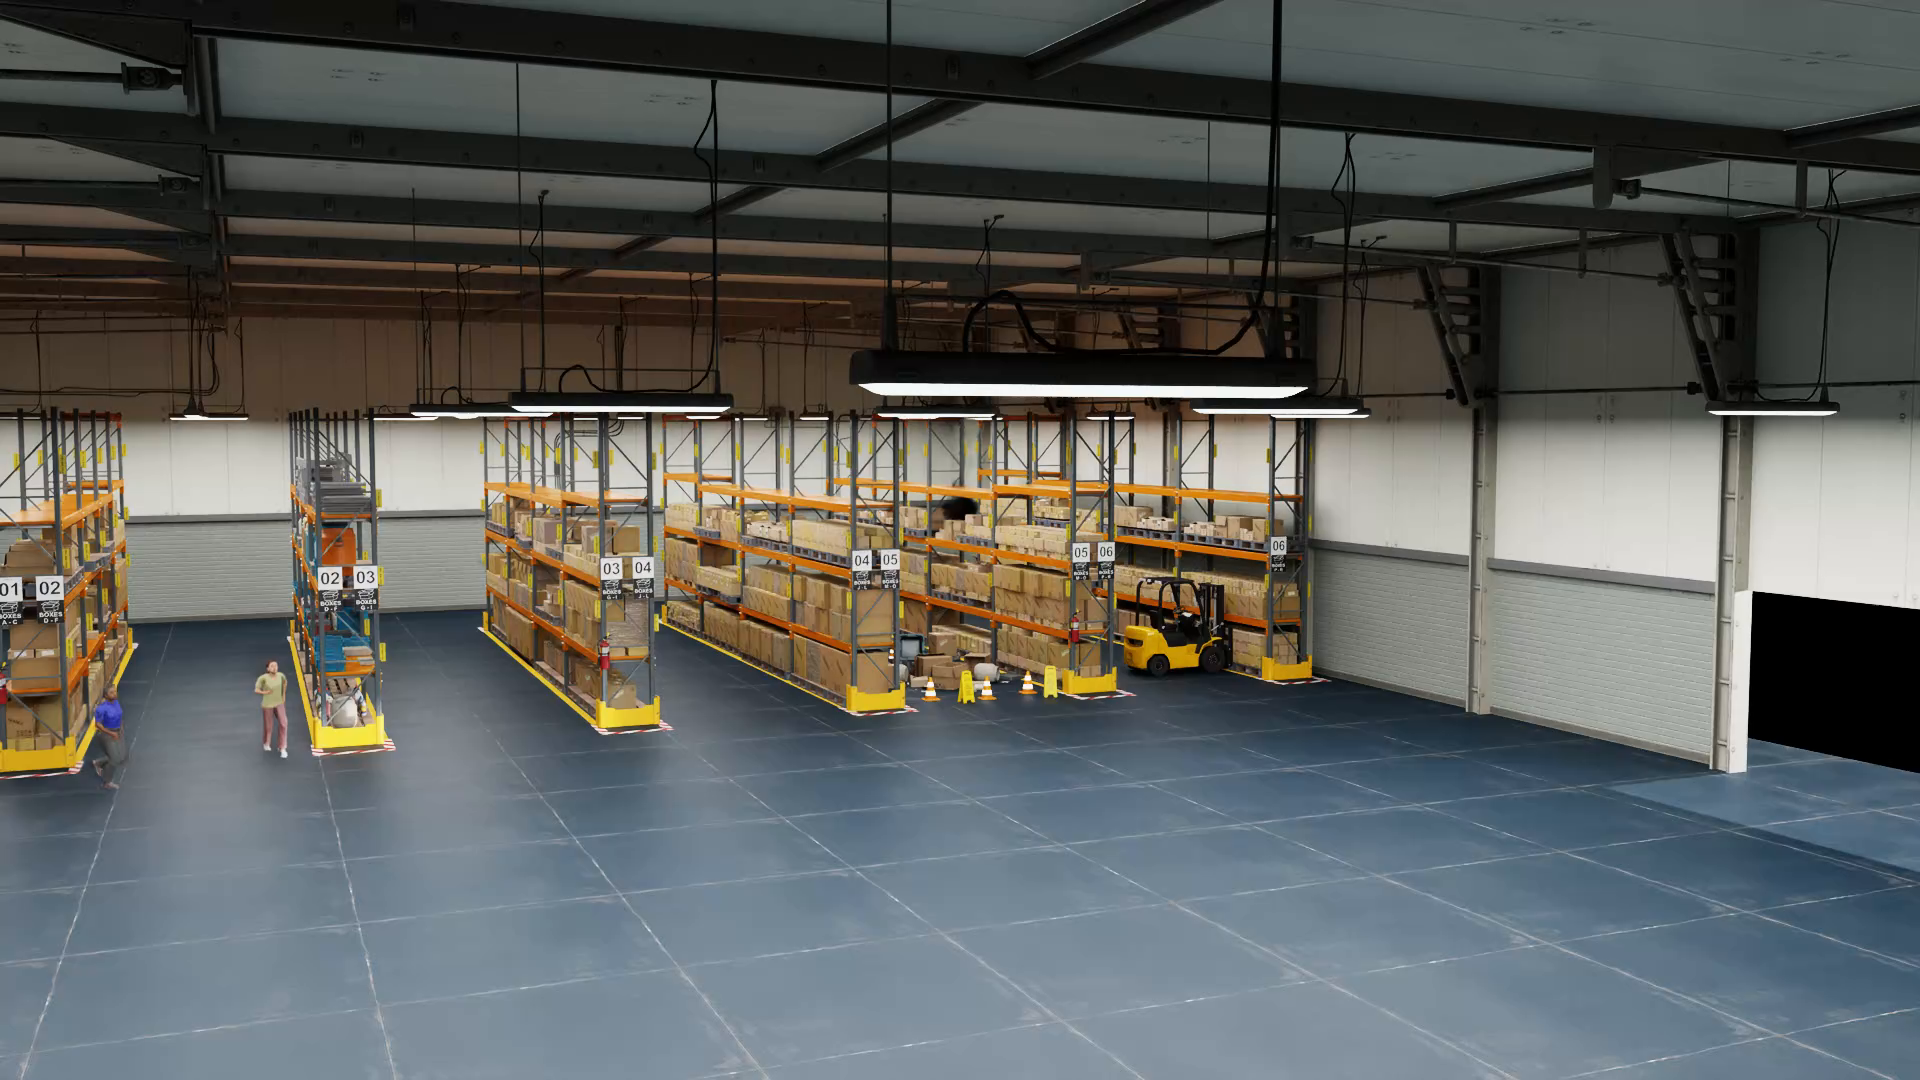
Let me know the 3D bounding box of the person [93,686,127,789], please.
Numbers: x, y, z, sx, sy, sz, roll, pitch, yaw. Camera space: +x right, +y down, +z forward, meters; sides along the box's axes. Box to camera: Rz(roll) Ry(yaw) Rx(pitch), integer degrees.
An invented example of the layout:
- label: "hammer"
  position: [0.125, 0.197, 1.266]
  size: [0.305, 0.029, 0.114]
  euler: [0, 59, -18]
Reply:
- label: "person"
  position: [-13.390, 3.102, 26.161]
  size: [0.629, 1.618, 0.593]
  euler: [1, 4, 13]

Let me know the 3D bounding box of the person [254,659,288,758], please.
- label: "person"
  position: [-11.885, 2.897, 28.718]
  size: [0.594, 1.675, 0.852]
  euler: [-3, 5, -37]
